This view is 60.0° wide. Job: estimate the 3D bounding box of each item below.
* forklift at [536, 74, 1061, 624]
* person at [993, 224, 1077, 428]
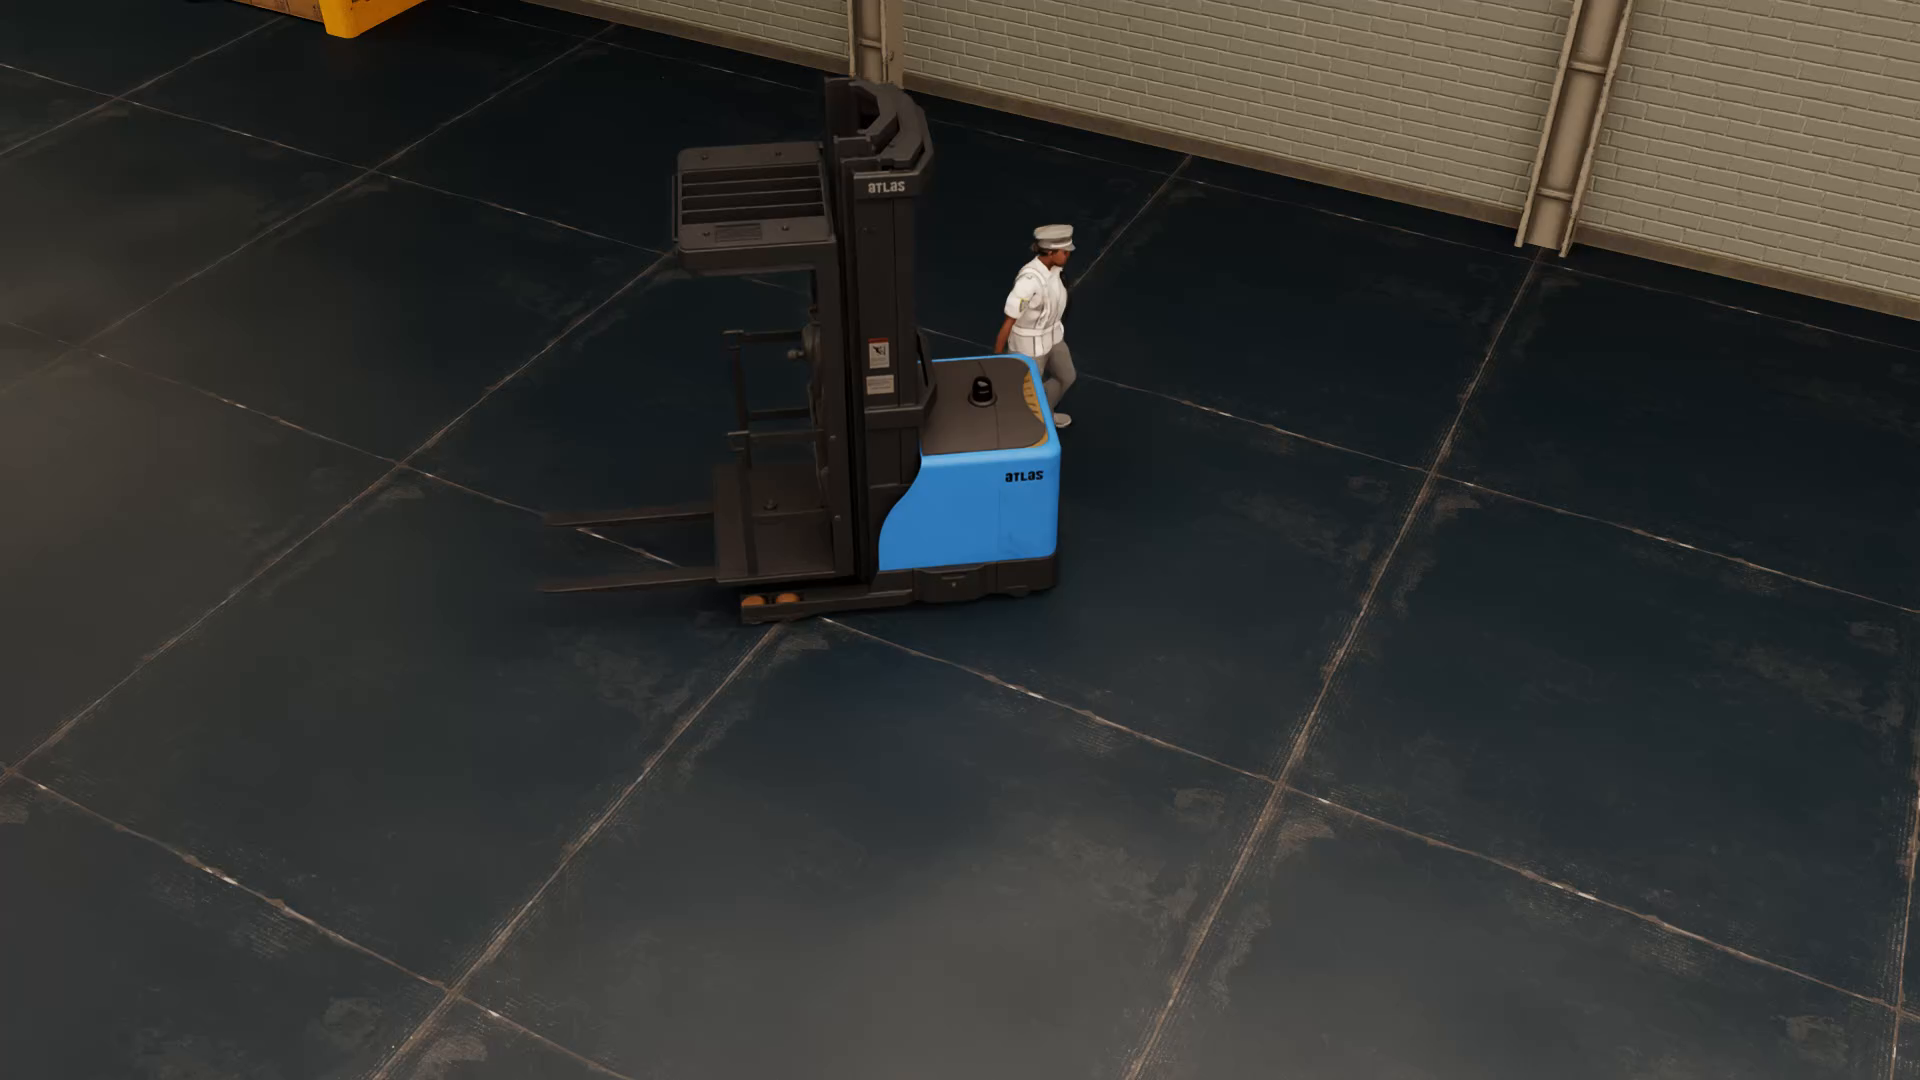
[{"bbox_3d":[-0.980,-0.994,9.167,3.031,2.935,1.130,-5,40,-6],"label":"forklift"},{"bbox_3d":[0.425,-1.229,10.523,0.454,1.646,0.792,23,45,25],"label":"person"}]
